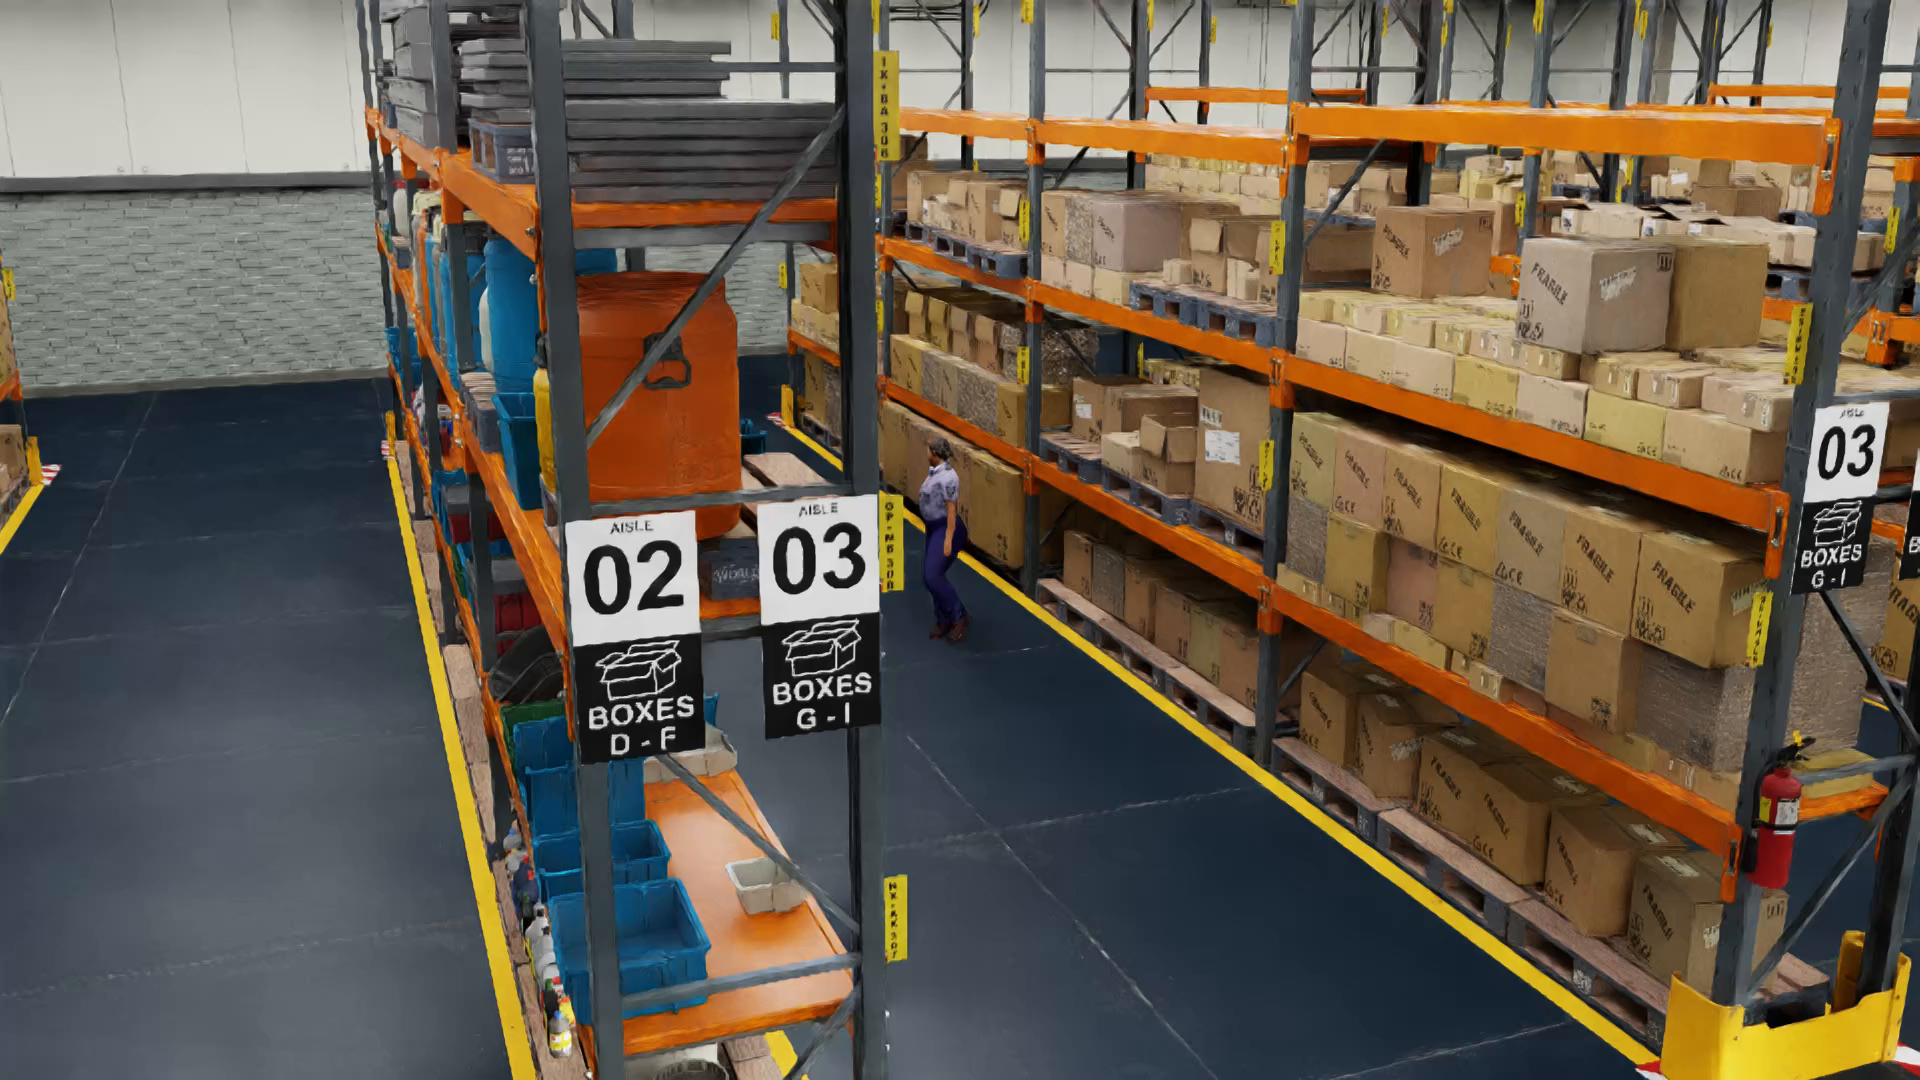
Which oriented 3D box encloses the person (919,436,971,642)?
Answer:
[{"bbox_3d":[-0.172,-0.012,13.629,0.382,1.641,0.660,-6,17,-20],"label":"person"}]
